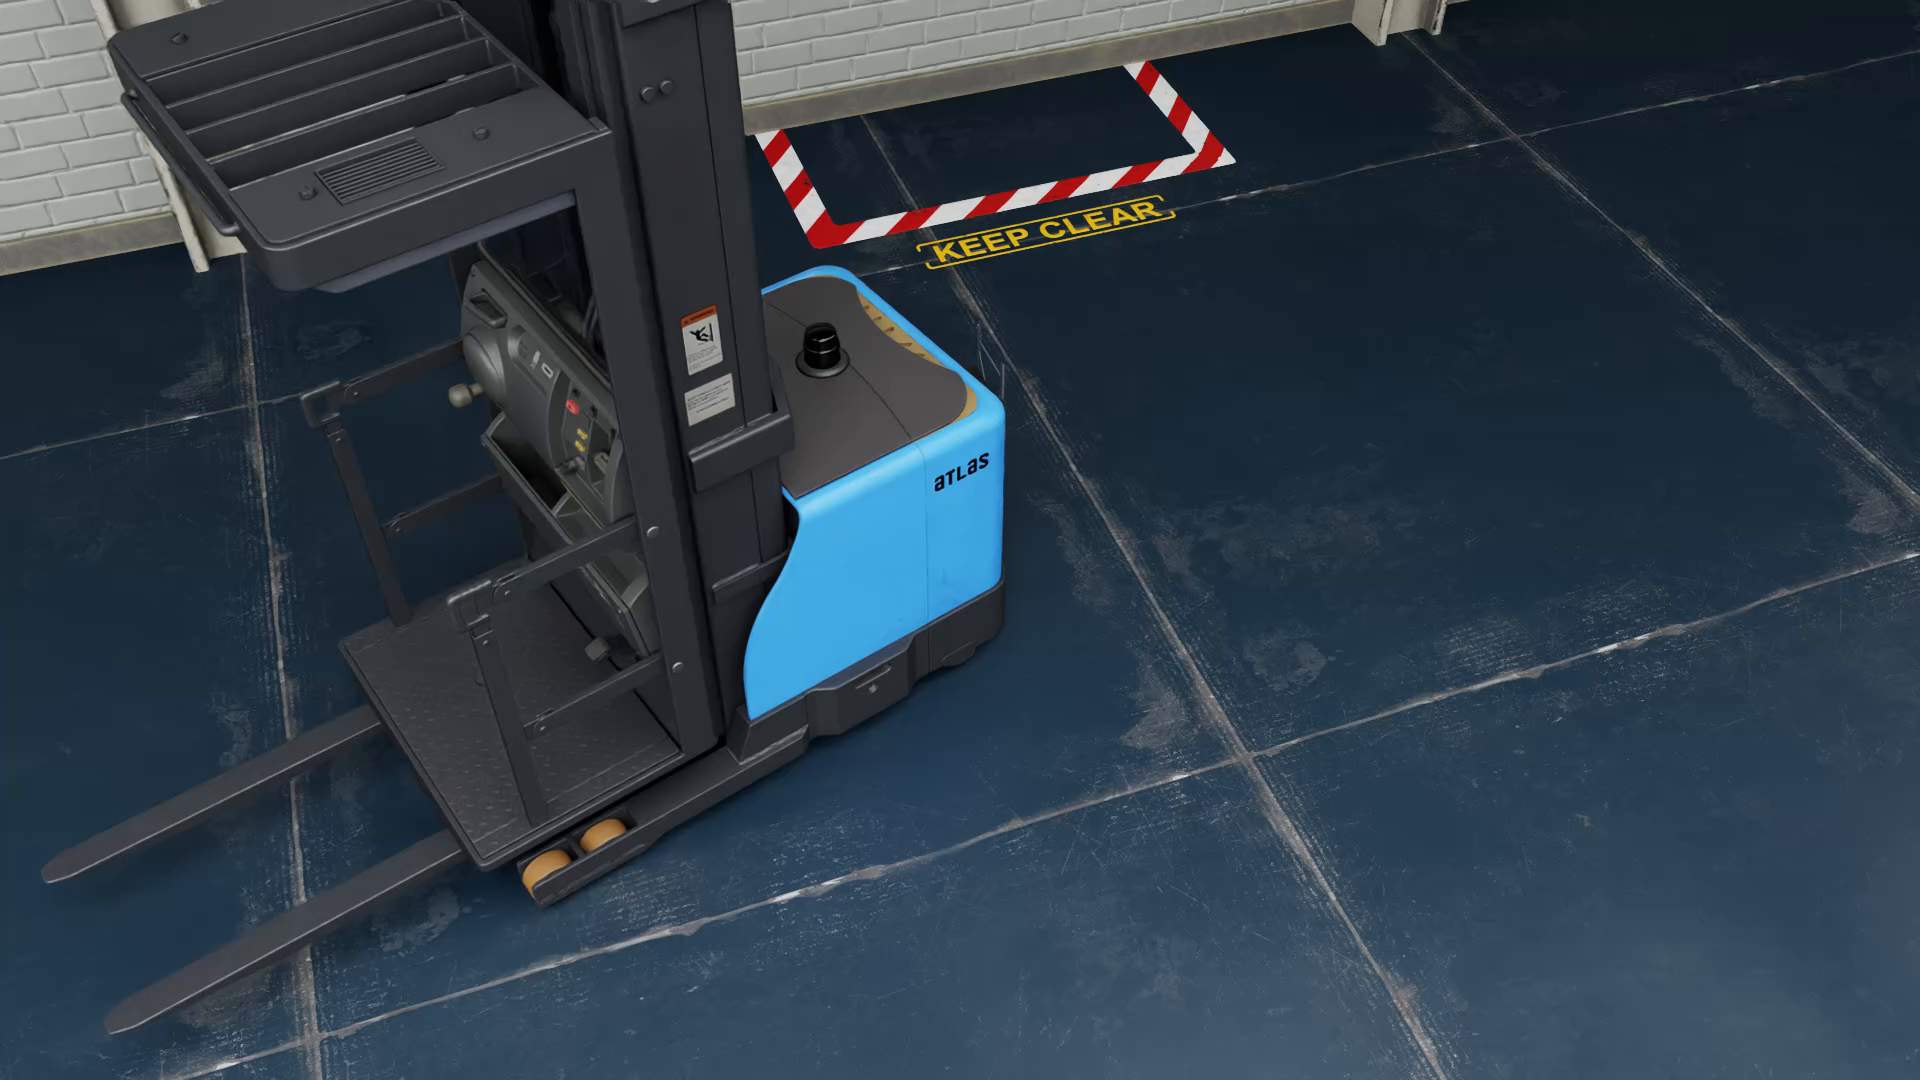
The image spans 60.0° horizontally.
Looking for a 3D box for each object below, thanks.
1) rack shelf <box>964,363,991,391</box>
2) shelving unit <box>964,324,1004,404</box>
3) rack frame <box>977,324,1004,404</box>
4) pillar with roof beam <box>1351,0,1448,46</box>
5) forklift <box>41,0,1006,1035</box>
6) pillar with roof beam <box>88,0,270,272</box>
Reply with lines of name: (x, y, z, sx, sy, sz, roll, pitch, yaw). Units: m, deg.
rack shelf: (0.008, -0.487, 5.766, 0.200, 0.077, 0.258, -15, 47, -14)
shelving unit: (0.008, -0.320, 5.934, 0.210, 0.900, 0.258, -15, 47, -14)
rack frame: (0.104, -0.345, 5.959, 0.006, 0.900, 0.240, -15, 47, -14)
pillar with roof beam: (3.821, -3.098, 2.984, 0.400, 9.000, 9.100, -14, 47, -14)
forklift: (-1.328, -0.345, 4.524, 3.031, 2.935, 1.130, -28, 51, -25)
pillar with roof beam: (-1.822, -1.655, 1.546, 0.400, 9.000, 9.100, -14, 47, -14)
